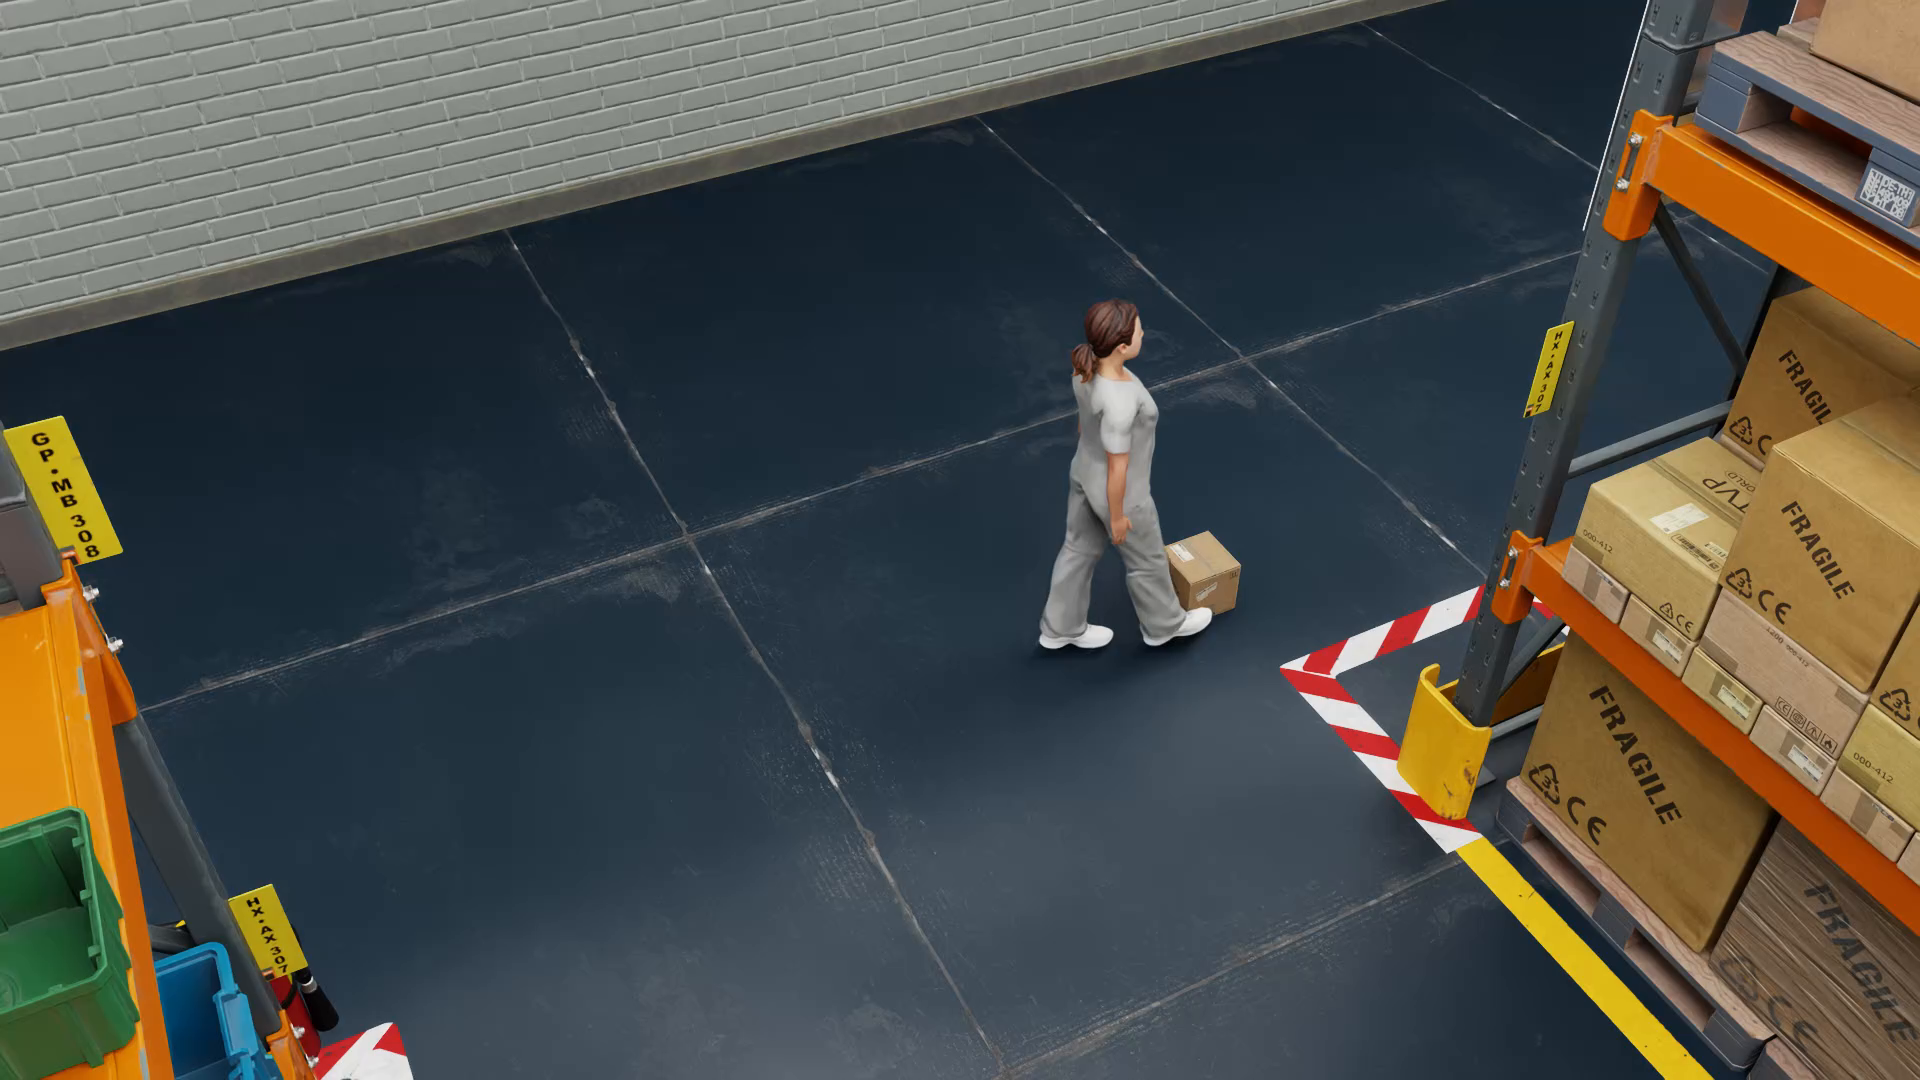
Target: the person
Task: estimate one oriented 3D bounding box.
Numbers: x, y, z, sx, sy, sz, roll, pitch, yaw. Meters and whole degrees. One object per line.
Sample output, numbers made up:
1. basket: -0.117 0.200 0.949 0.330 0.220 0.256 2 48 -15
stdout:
1. person: 0.677 -0.240 6.431 0.716 1.657 0.453 -14 43 -15
